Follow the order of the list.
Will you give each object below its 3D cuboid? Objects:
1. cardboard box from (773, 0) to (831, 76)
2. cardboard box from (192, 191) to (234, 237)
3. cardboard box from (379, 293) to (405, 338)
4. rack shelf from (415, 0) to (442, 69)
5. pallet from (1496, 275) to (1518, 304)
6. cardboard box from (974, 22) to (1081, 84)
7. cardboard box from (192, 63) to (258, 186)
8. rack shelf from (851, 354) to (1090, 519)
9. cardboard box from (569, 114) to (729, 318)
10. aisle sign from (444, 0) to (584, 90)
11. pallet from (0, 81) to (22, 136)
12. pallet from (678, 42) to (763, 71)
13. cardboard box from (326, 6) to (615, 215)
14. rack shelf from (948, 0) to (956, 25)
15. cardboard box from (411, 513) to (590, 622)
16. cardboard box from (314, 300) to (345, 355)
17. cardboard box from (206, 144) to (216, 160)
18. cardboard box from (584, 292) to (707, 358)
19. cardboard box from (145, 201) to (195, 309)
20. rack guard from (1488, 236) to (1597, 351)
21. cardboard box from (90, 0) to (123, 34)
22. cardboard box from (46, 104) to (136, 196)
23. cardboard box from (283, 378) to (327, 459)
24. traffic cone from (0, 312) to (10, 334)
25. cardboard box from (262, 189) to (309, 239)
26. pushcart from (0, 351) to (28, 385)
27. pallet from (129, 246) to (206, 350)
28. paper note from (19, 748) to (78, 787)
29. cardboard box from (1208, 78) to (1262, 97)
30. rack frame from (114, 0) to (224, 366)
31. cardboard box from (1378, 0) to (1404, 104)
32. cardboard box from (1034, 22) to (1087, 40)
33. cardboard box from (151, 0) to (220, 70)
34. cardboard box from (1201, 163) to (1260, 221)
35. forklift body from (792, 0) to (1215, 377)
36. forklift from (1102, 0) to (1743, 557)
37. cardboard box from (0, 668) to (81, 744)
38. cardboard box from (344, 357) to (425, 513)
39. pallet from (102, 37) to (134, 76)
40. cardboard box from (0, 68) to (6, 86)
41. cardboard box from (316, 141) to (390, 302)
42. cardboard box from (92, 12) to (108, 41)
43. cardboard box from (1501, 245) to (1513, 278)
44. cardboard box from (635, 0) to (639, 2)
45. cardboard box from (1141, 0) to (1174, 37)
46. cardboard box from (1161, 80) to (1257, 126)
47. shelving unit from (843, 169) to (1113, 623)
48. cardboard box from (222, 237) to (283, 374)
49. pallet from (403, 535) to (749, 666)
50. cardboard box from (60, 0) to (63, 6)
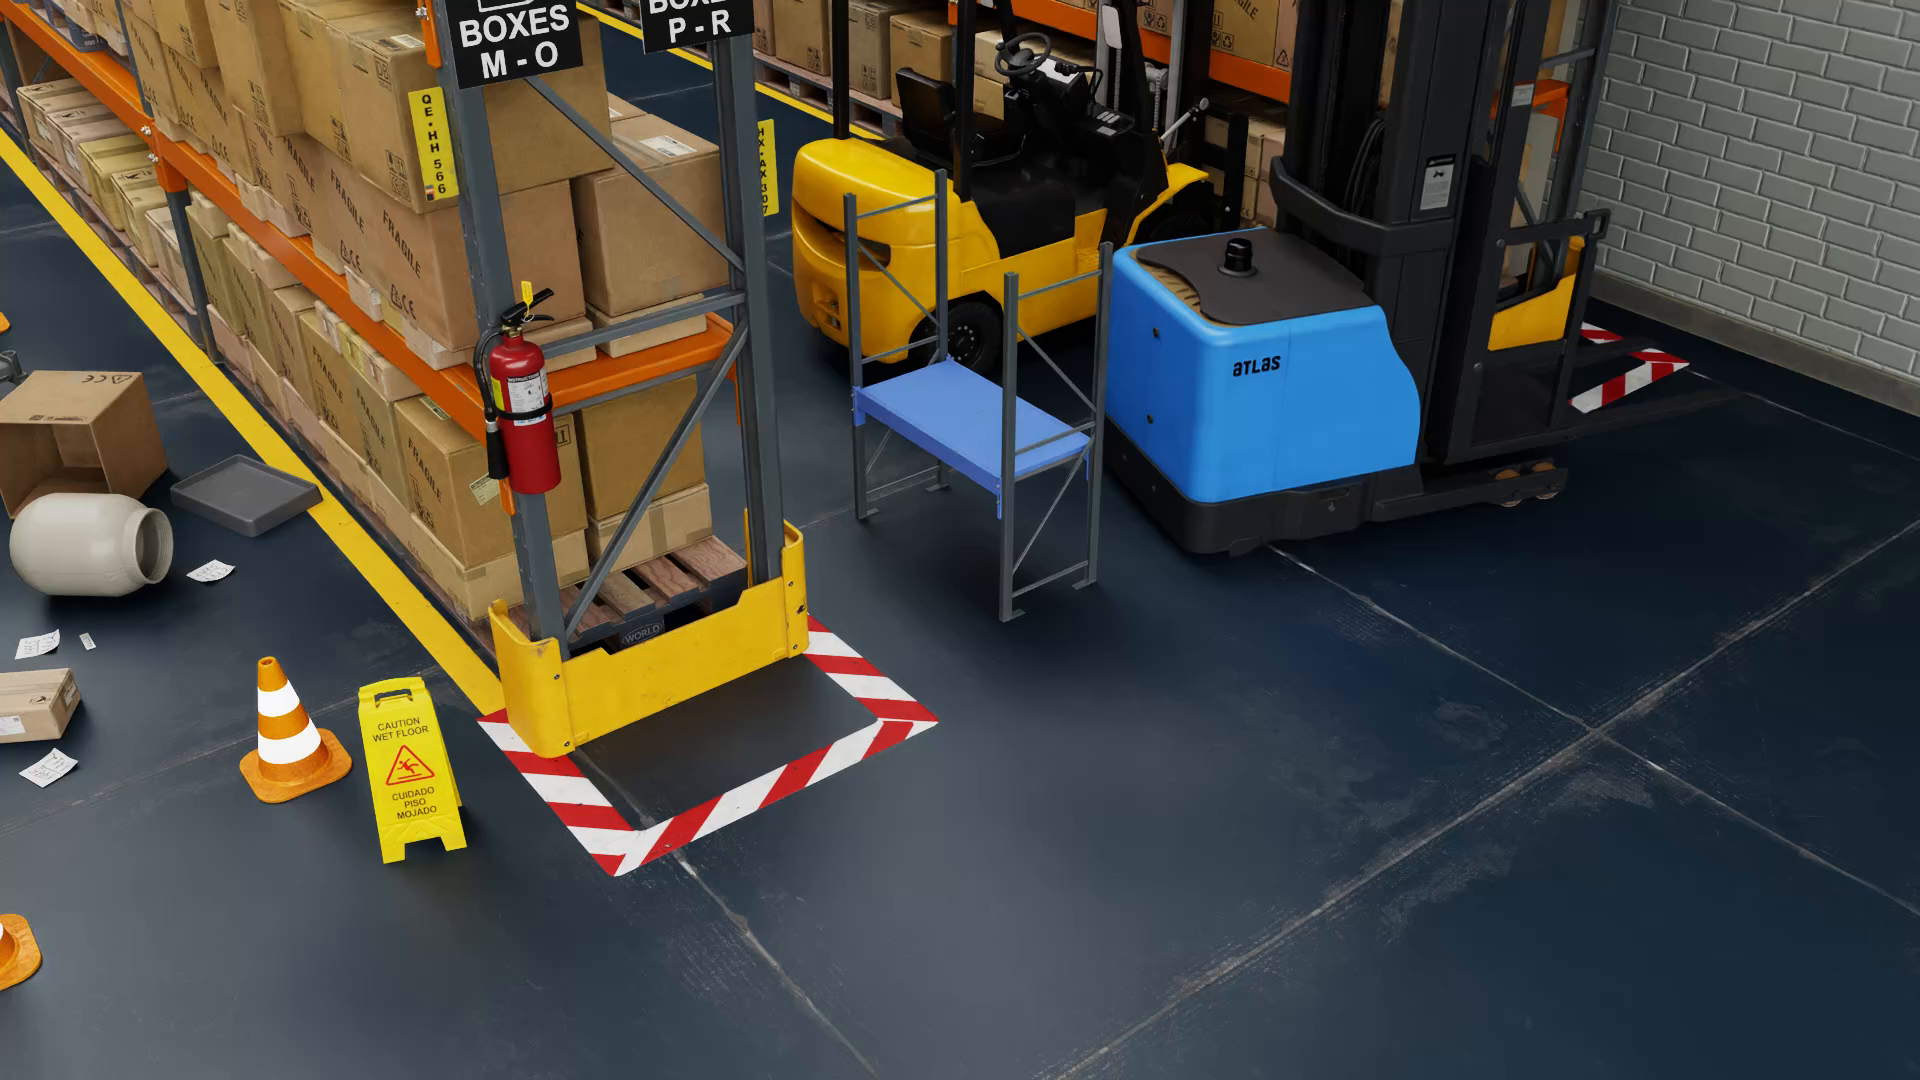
[{"bbox_3d":[-0.886,-4.000,12.700,0.875,0.625,0.625,-24,39,-33],"label":"cardboard box"},{"bbox_3d":[-3.366,-1.570,7.818,0.380,0.149,0.250,-22,38,-31],"label":"cardboard box"},{"bbox_3d":[-1.872,-0.867,6.041,0.380,0.149,0.250,-23,39,-32],"label":"cardboard box"},{"bbox_3d":[-2.317,-2.506,6.280,1.077,0.370,4.000,-22,38,-31],"label":"rack shelf"},{"bbox_3d":[2.326,-1.432,9.355,1.003,0.211,1.213,-22,38,-31],"label":"pallet"},{"bbox_3d":[0.424,-3.110,10.675,0.500,0.250,0.500,-23,39,-32],"label":"cardboard box"},{"bbox_3d":[-2.870,-1.851,7.010,0.500,0.500,0.500,-23,38,-32],"label":"cardboard box"},{"bbox_3d":[0.052,-0.449,6.892,0.538,0.185,1.000,-22,38,-31],"label":"rack shelf"},{"bbox_3d":[-1.162,-1.159,5.897,0.500,0.500,0.500,-23,39,-32],"label":"cardboard box"},{"bbox_3d":[-1.282,-1.688,4.661,0.394,0.787,0.004,-22,38,-31],"label":"aisle sign"},{"bbox_3d":[-6.420,-3.206,12.212,1.003,0.211,1.213,-22,38,-31],"label":"pallet"},{"bbox_3d":[-1.604,-4.105,13.659,1.003,0.211,1.213,-22,38,-31],"label":"pallet"},{"bbox_3d":[-1.576,-1.439,5.400,0.700,0.500,0.500,-23,39,-33],"label":"cardboard box"},{"bbox_3d":[-0.851,-4.506,12.344,1.077,0.370,4.000,-22,38,-31],"label":"rack shelf"},{"bbox_3d":[-1.814,0.026,6.572,0.500,0.250,0.500,-22,38,-32],"label":"cardboard box"},{"bbox_3d":[-2.378,-0.905,6.746,0.380,0.149,0.250,-21,37,-29],"label":"cardboard box"},{"bbox_3d":[-3.221,-1.839,7.606,0.380,0.149,0.250,-22,38,-32],"label":"cardboard box"},{"bbox_3d":[-1.135,-0.805,5.942,0.380,0.149,0.250,-22,38,-31],"label":"cardboard box"},{"bbox_3d":[-3.867,-1.650,9.157,0.950,0.372,0.625,-22,38,-31],"label":"cardboard box"},{"bbox_3d":[2.843,-1.239,8.771,1.175,0.500,0.348,-22,38,-31],"label":"rack guard"},{"bbox_3d":[-4.008,-2.836,8.198,0.500,0.500,0.500,-23,39,-32],"label":"cardboard box"},{"bbox_3d":[-5.199,-2.556,10.615,0.950,0.372,0.625,-23,39,-32],"label":"cardboard box"},{"bbox_3d":[-2.731,-0.608,7.595,0.500,0.250,0.500,-23,38,-32],"label":"cardboard box"},{"bbox_3d":[-5.410,-1.357,8.996,0.336,0.463,0.334,-22,38,-31],"label":"traffic cone"},{"bbox_3d":[-2.650,-1.397,6.894,0.380,0.149,0.250,-22,38,-32],"label":"cardboard box"},{"bbox_3d":[-5.314,-0.498,7.694,0.936,0.377,1.648,18,36,27],"label":"pushcart"},{"bbox_3d":[-4.022,-1.510,9.481,1.003,0.211,1.213,-22,38,-31],"label":"pallet"},{"bbox_3d":[-3.243,0.808,5.920,0.142,0.019,0.148,18,36,27],"label":"paper note"},{"bbox_3d":[1.767,-2.642,9.922,0.500,0.250,0.500,-23,39,-32],"label":"cardboard box"},{"bbox_3d":[-3.544,-2.370,8.224,1.000,3.000,0.127,-22,38,-31],"label":"rack frame"},{"bbox_3d":[2.319,-2.473,8.295,0.500,0.500,0.500,-23,39,-32],"label":"cardboard box"},{"bbox_3d":[0.830,-3.270,10.933,0.500,0.250,0.500,-21,38,-30],"label":"cardboard box"},{"bbox_3d":[-2.863,-2.273,6.742,0.700,0.500,0.500,-23,39,-32],"label":"cardboard box"},{"bbox_3d":[1.650,-2.056,9.452,0.500,0.250,0.500,-23,39,-32],"label":"cardboard box"},{"bbox_3d":[0.224,-2.150,8.674,2.313,2.155,1.214,-22,38,-31],"label":"forklift body"},{"bbox_3d":[2.212,-1.644,7.118,3.031,2.935,1.130,-11,33,-17],"label":"forklift"},{"bbox_3d":[-3.490,0.615,6.118,0.380,0.149,0.250,-4,32,-7],"label":"cardboard box"},{"bbox_3d":[-2.111,-0.498,6.706,0.500,0.500,0.500,-21,37,-30],"label":"cardboard box"},{"bbox_3d":[-3.897,-2.655,8.863,1.003,0.211,1.213,-22,38,-31],"label":"pallet"},{"bbox_3d":[-6.898,-4.001,12.465,0.875,0.875,0.875,-22,38,-31],"label":"cardboard box"},{"bbox_3d":[-1.945,-1.219,5.994,0.500,0.500,0.500,-22,38,-31],"label":"cardboard box"},{"bbox_3d":[-4.225,-2.683,8.567,0.380,0.149,0.250,-24,39,-33],"label":"cardboard box"},{"bbox_3d":[2.681,-1.589,9.174,0.500,0.250,0.500,-22,38,-31],"label":"cardboard box"},{"bbox_3d":[-2.507,-4.868,14.216,0.500,0.500,0.500,-21,38,-30],"label":"cardboard box"},{"bbox_3d":[1.376,-3.112,9.323,0.500,0.500,0.500,-22,38,-31],"label":"cardboard box"},{"bbox_3d":[1.359,-2.469,9.642,0.500,0.250,0.500,-23,39,-32],"label":"cardboard box"},{"bbox_3d":[0.052,-0.602,6.797,0.538,1.500,1.048,-22,38,-31],"label":"shelving unit"},{"bbox_3d":[-3.057,-1.147,7.751,0.500,0.500,0.500,-21,37,-30],"label":"cardboard box"},{"bbox_3d":[-1.608,0.100,6.890,1.003,0.211,1.213,-22,38,-31],"label":"pallet"},{"bbox_3d":[-4.691,-2.997,9.073,0.380,0.149,0.250,-22,38,-31],"label":"cardboard box"}]
